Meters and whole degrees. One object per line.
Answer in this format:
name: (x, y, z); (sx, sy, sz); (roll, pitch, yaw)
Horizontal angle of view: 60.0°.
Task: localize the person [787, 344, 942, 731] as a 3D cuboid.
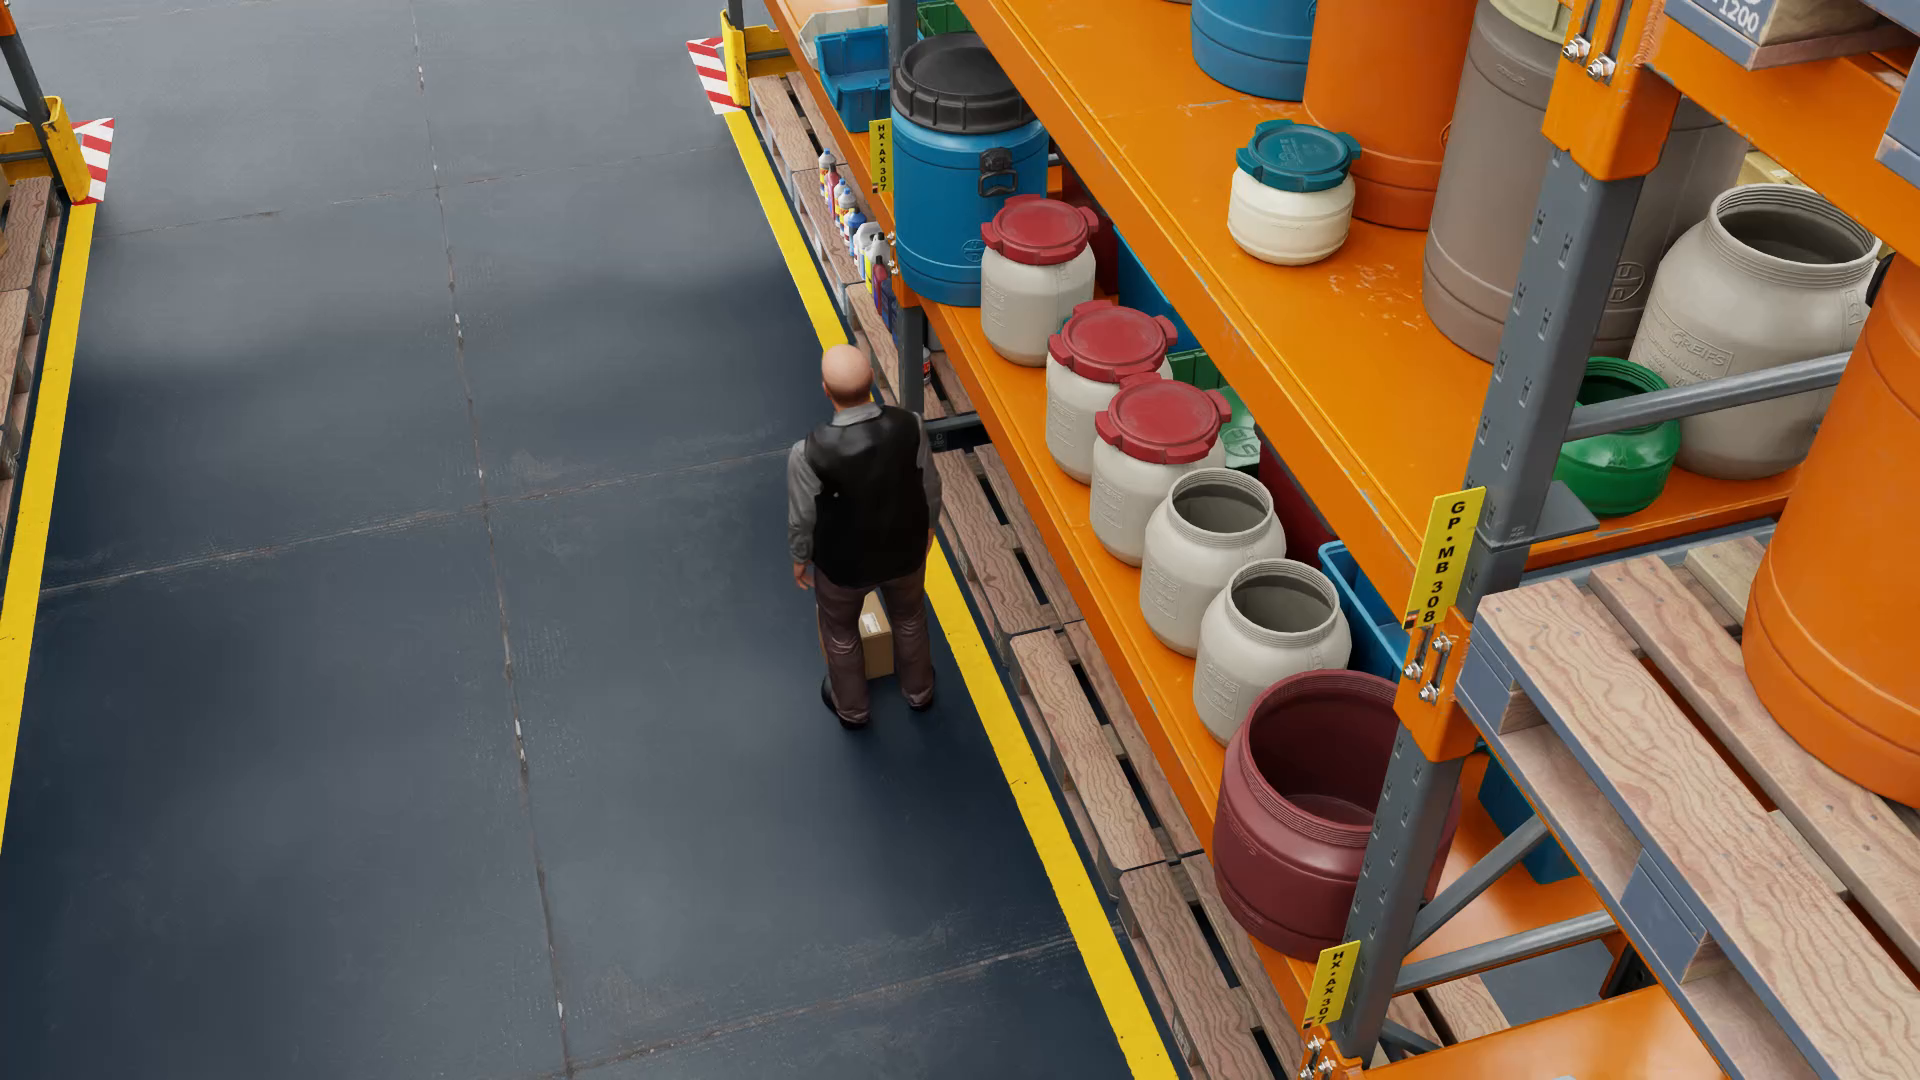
person: (-0.340, 0.041, 6.134); (0.586, 1.720, 0.421); (-14, 44, -15)
